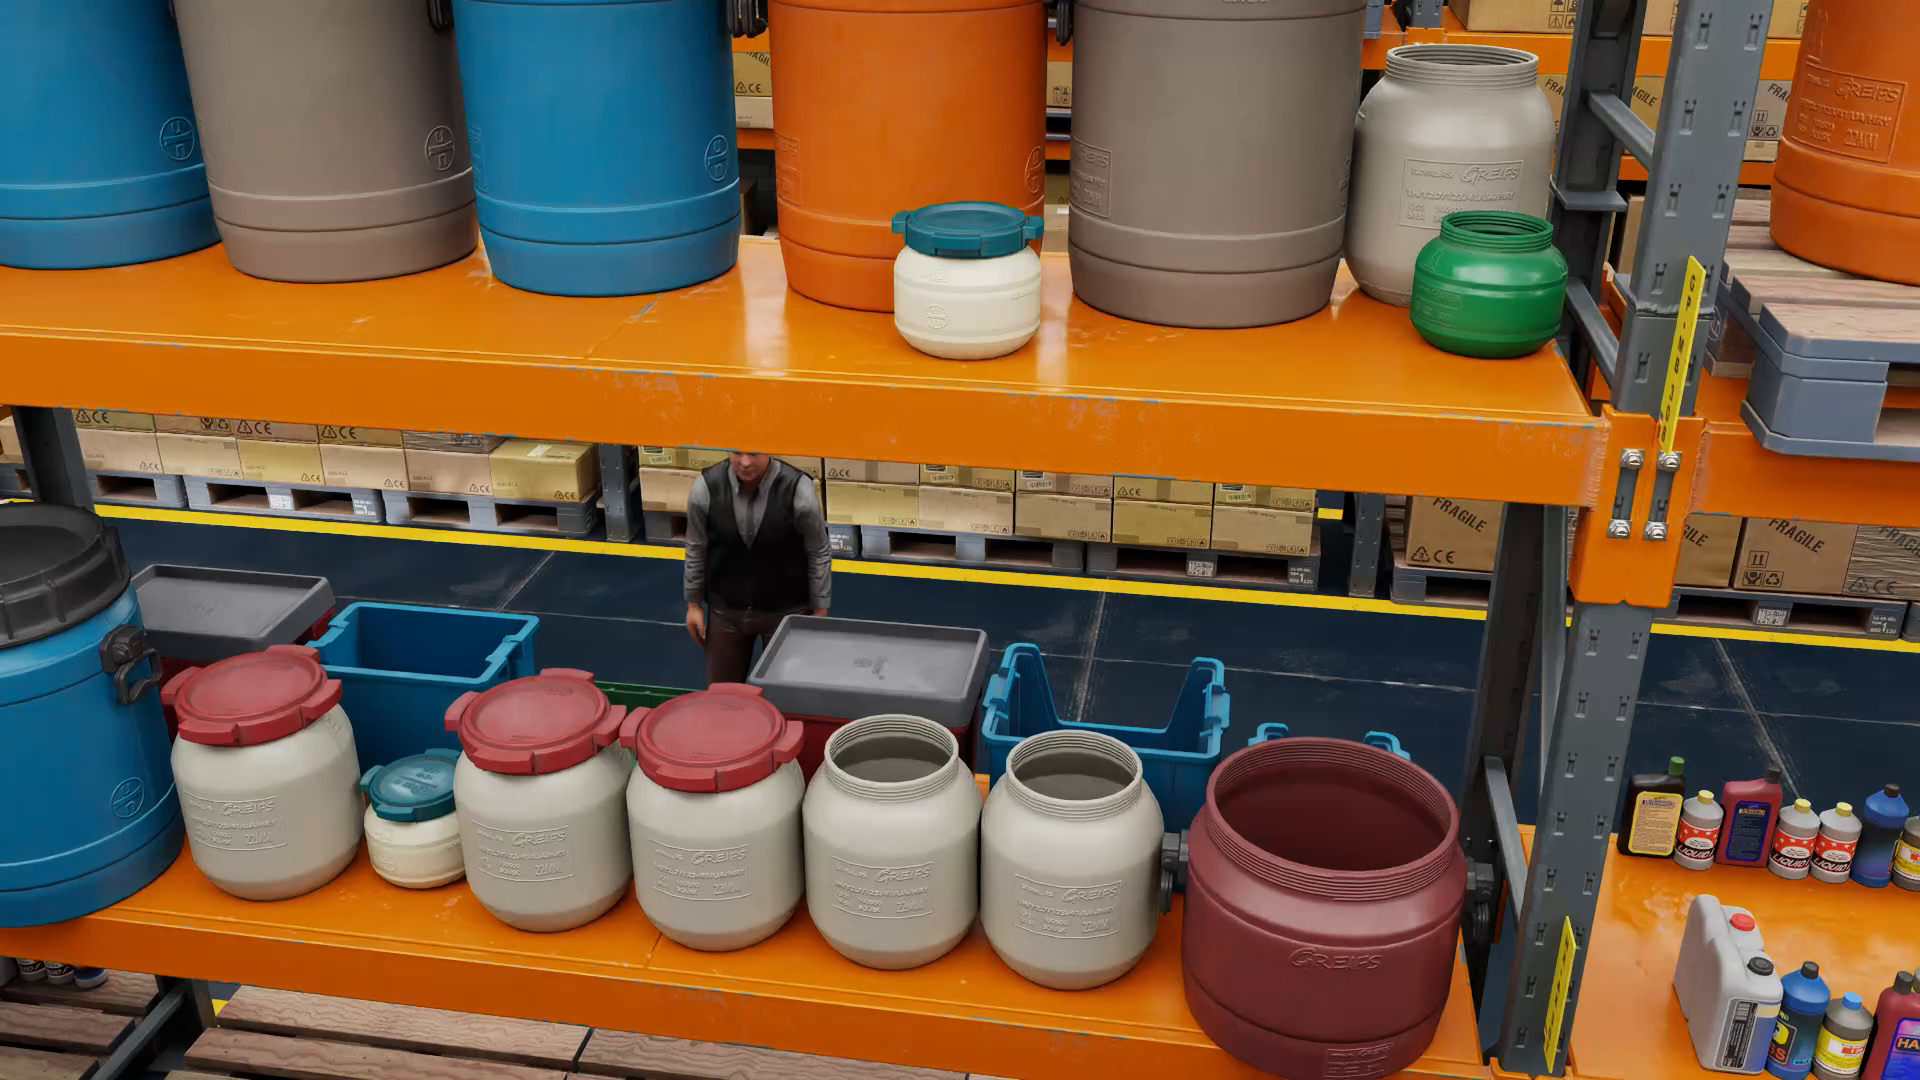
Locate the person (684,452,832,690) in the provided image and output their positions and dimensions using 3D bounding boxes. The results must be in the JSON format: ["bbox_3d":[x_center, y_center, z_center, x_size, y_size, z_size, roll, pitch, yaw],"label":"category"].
[{"bbox_3d":[-0.786,0.285,6.518,0.582,1.719,0.427,3,25,6],"label":"person"}]
